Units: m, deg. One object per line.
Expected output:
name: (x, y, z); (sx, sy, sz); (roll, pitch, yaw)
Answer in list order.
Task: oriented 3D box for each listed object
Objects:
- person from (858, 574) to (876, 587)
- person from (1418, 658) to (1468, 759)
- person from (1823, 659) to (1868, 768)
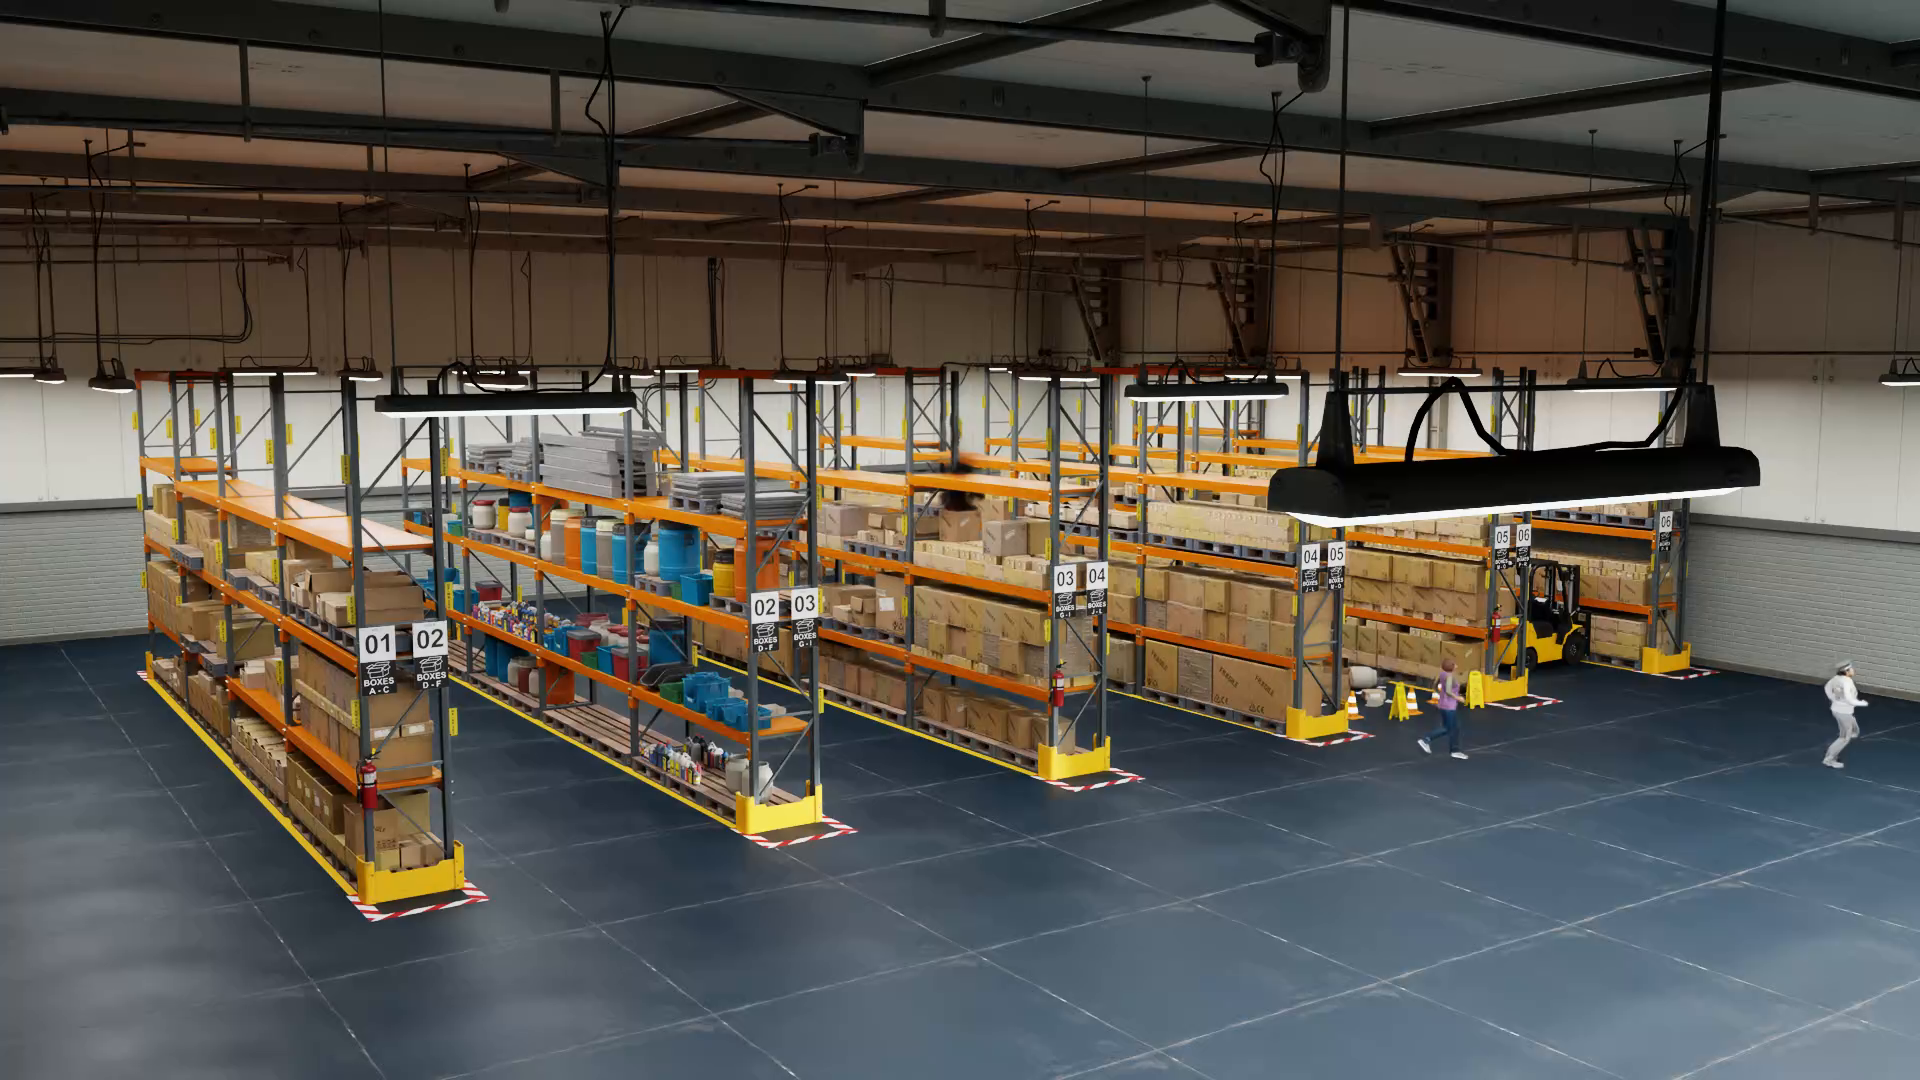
person: (-2.343, 0.744, 42.194); (0.659, 1.682, 0.785); (3, 7, 24)
person: (7.551, 2.629, 25.926); (0.787, 1.592, 0.543); (1, 6, 6)
person: (13.499, 2.636, 25.341); (0.562, 1.669, 0.671); (1, 7, 12)
